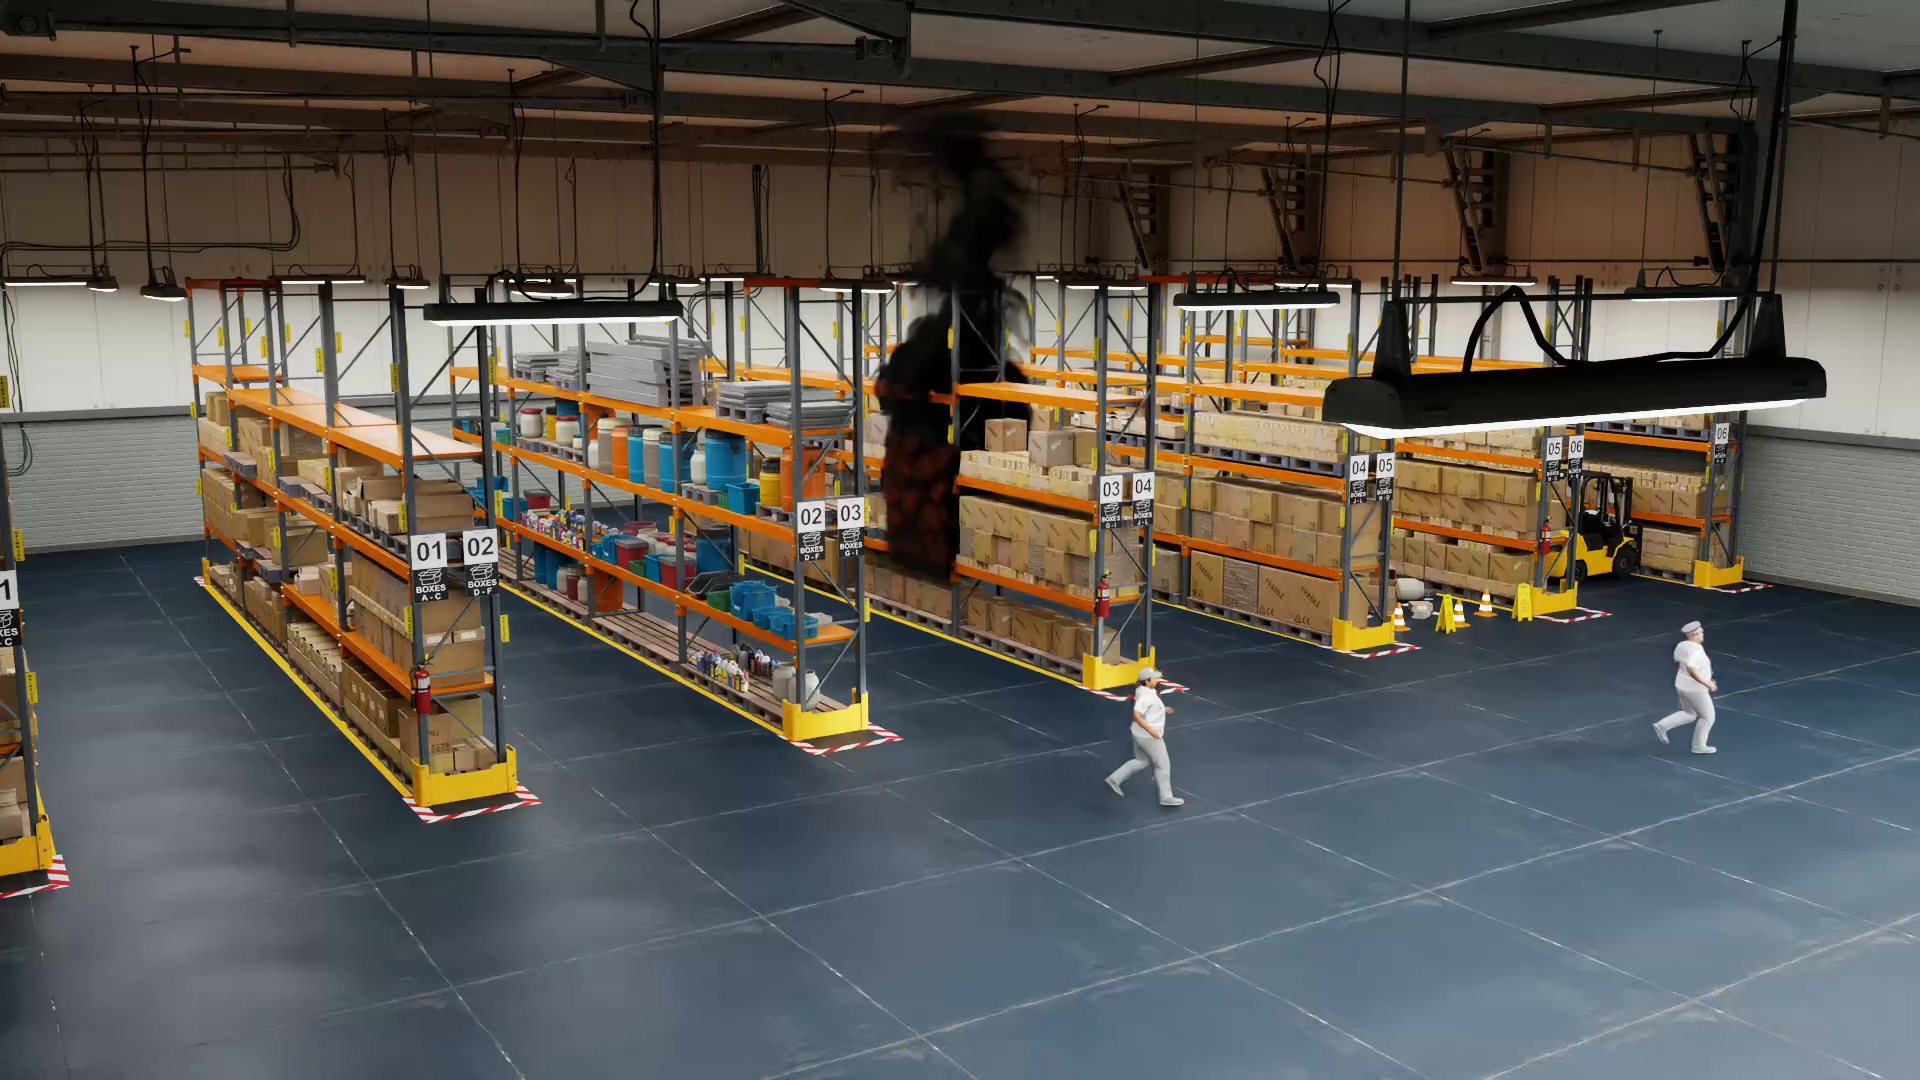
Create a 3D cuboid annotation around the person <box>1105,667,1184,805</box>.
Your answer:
[{"bbox_3d":[2.185,2.290,19.397,0.889,1.633,0.615,-1,10,-6],"label":"person"}]

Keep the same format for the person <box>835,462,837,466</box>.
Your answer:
[{"bbox_3d":[-2.873,-1.022,39.072,0.643,1.630,0.952,-4,10,-24],"label":"person"}]

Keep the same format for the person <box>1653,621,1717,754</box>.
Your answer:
[{"bbox_3d":[9.432,1.901,21.470,0.776,1.735,0.671,0,10,-1],"label":"person"}]
